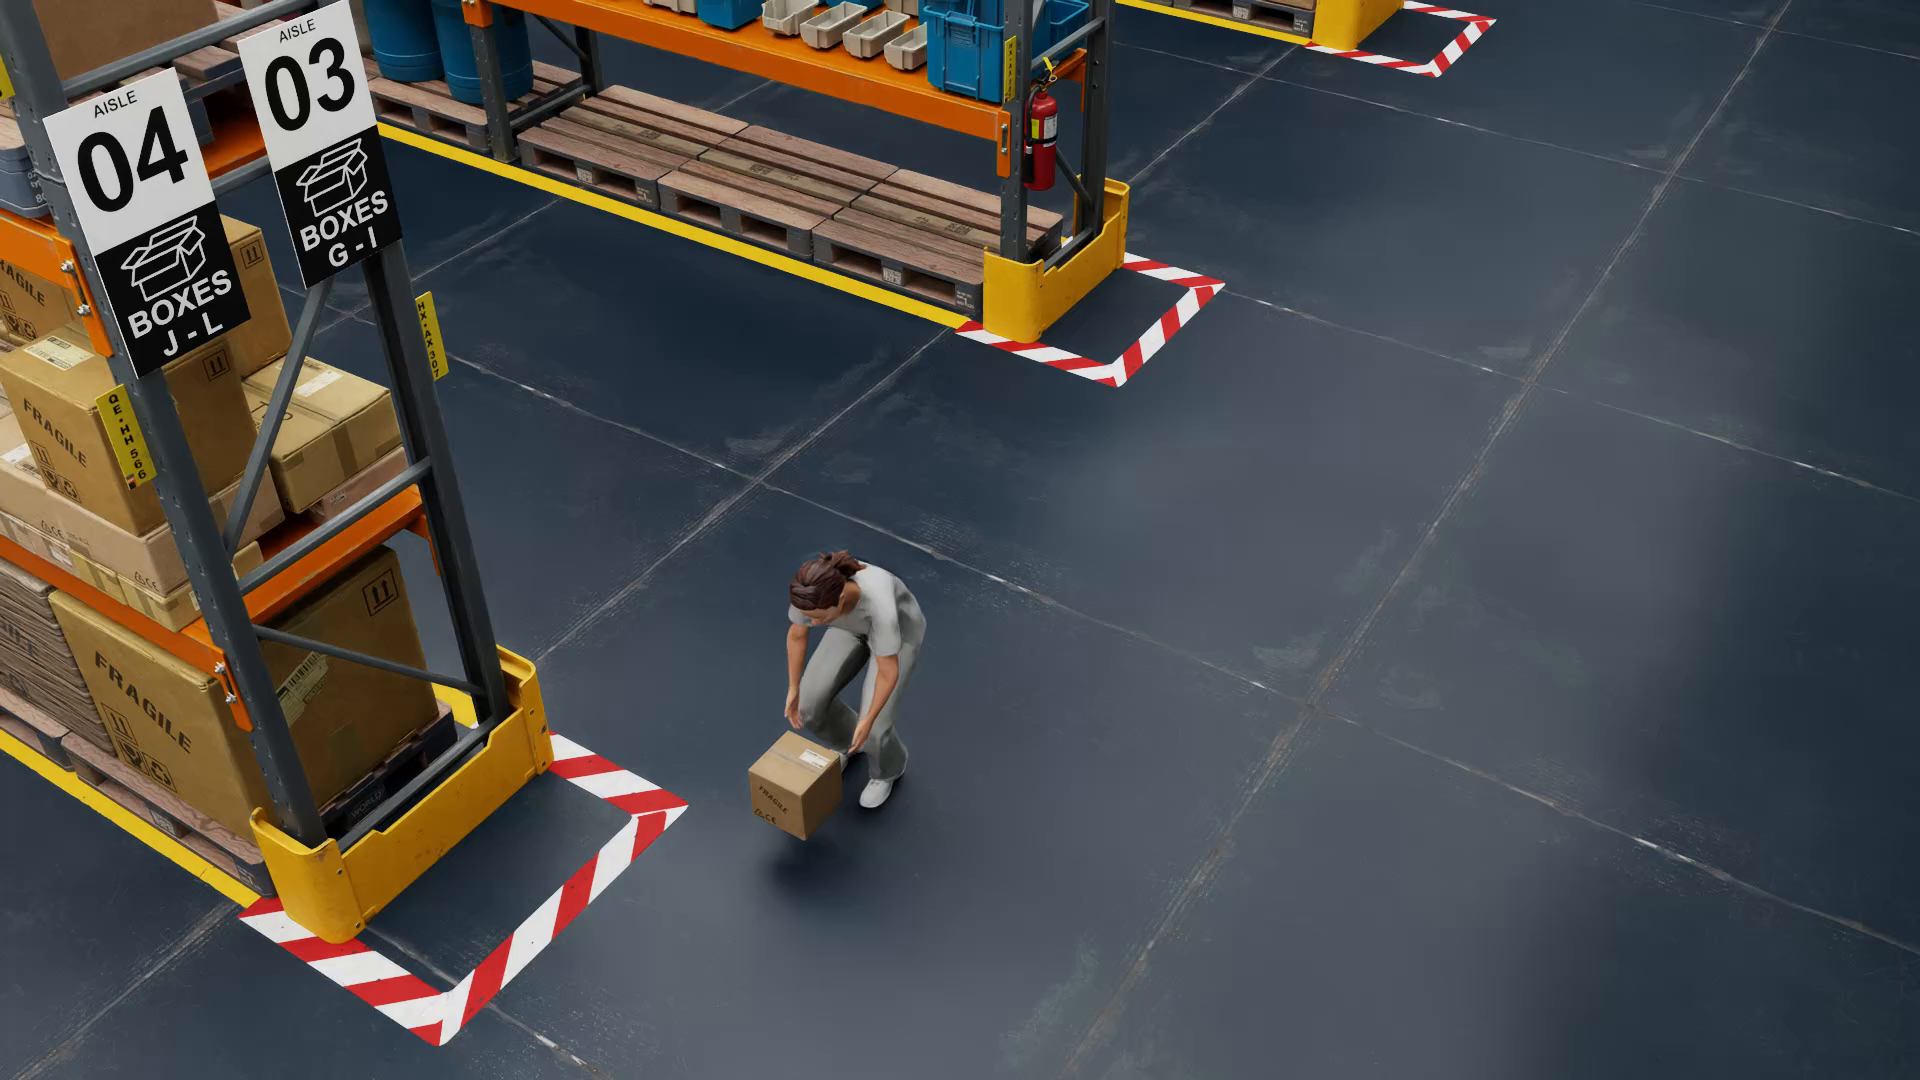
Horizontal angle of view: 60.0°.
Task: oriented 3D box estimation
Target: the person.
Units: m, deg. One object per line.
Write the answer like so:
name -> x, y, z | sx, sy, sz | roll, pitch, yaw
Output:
person -> -0.385, 0.476, 6.383 | 0.492, 1.306, 0.680 | 22, 43, 25
